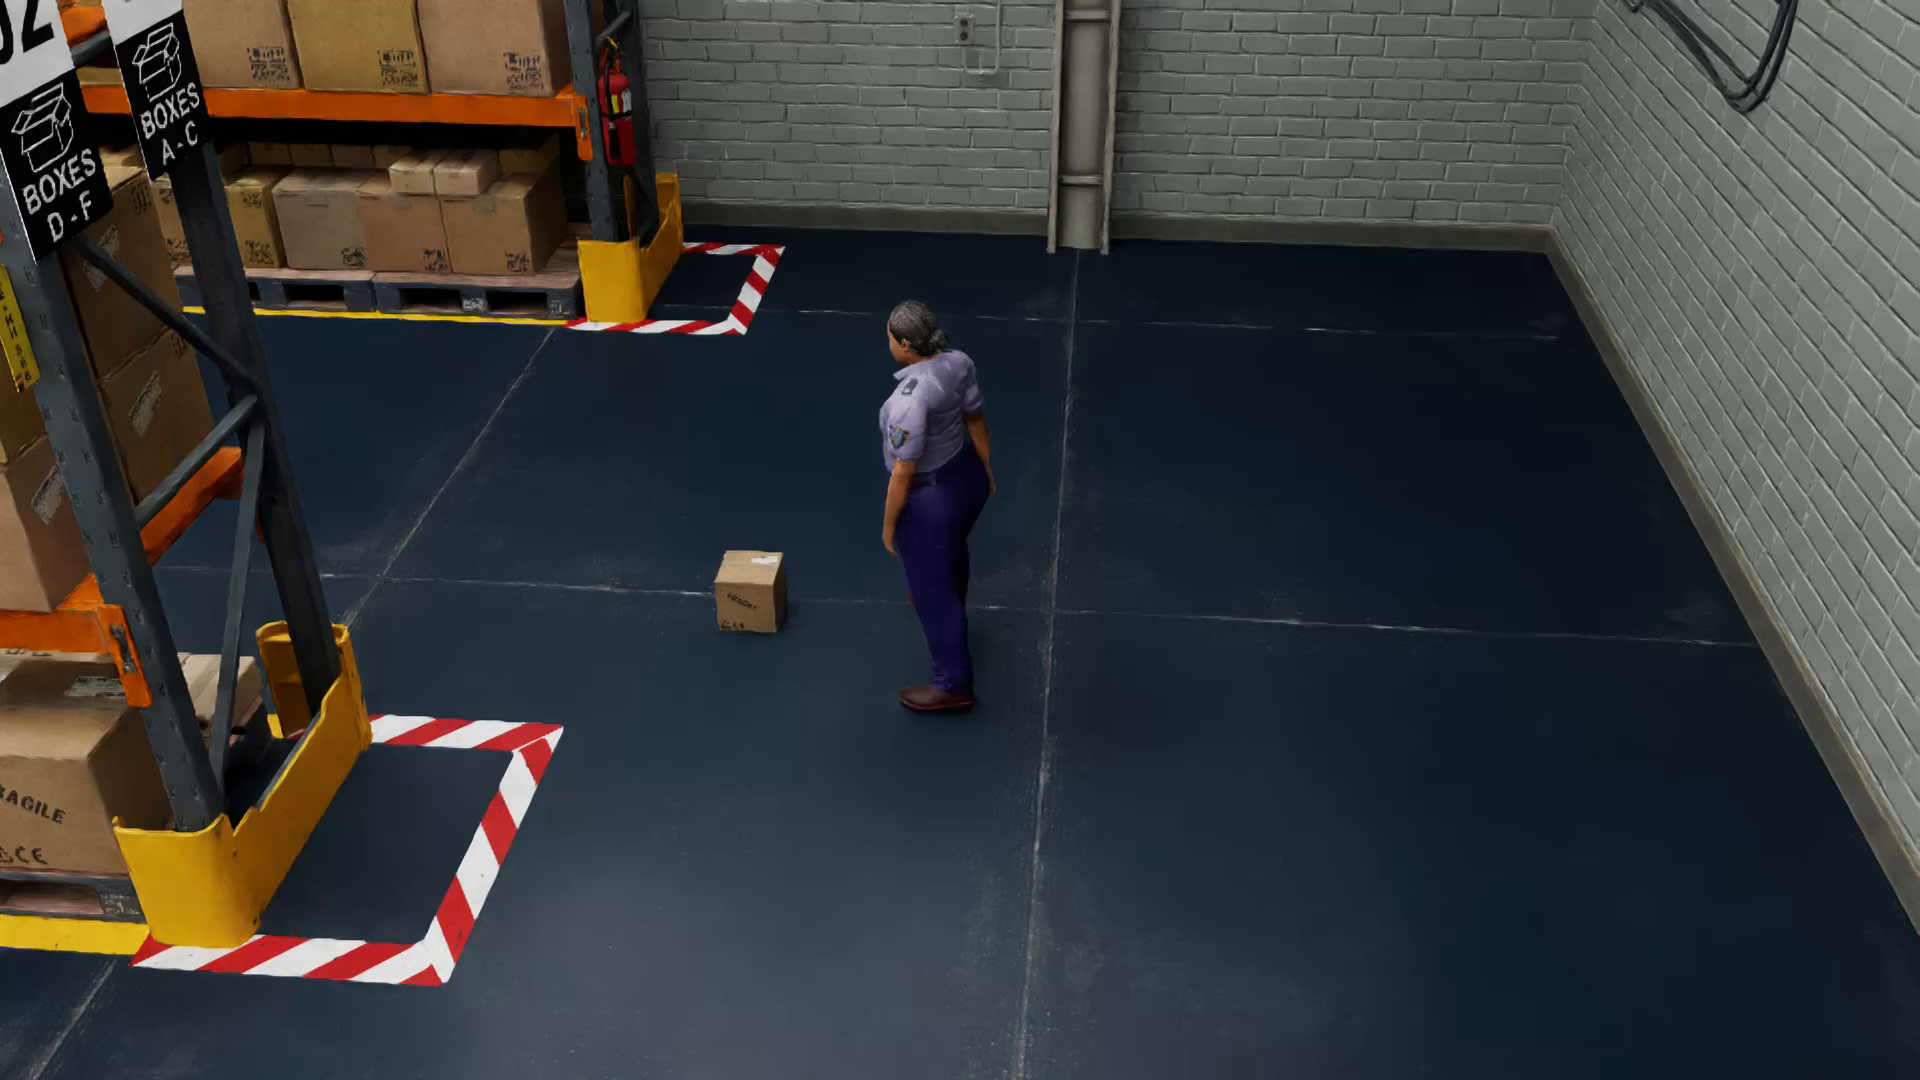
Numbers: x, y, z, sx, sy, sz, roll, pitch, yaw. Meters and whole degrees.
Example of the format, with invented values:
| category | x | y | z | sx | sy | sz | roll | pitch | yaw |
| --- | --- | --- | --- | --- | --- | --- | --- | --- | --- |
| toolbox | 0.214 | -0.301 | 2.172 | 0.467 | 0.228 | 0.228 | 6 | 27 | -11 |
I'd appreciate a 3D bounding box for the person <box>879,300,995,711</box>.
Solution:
| category | x | y | z | sx | sy | sz | roll | pitch | yaw |
| --- | --- | --- | --- | --- | --- | --- | --- | --- | --- |
| person | -0.105 | -0.199 | 6.440 | 0.610 | 1.636 | 0.677 | 18 | 37 | 27 |
